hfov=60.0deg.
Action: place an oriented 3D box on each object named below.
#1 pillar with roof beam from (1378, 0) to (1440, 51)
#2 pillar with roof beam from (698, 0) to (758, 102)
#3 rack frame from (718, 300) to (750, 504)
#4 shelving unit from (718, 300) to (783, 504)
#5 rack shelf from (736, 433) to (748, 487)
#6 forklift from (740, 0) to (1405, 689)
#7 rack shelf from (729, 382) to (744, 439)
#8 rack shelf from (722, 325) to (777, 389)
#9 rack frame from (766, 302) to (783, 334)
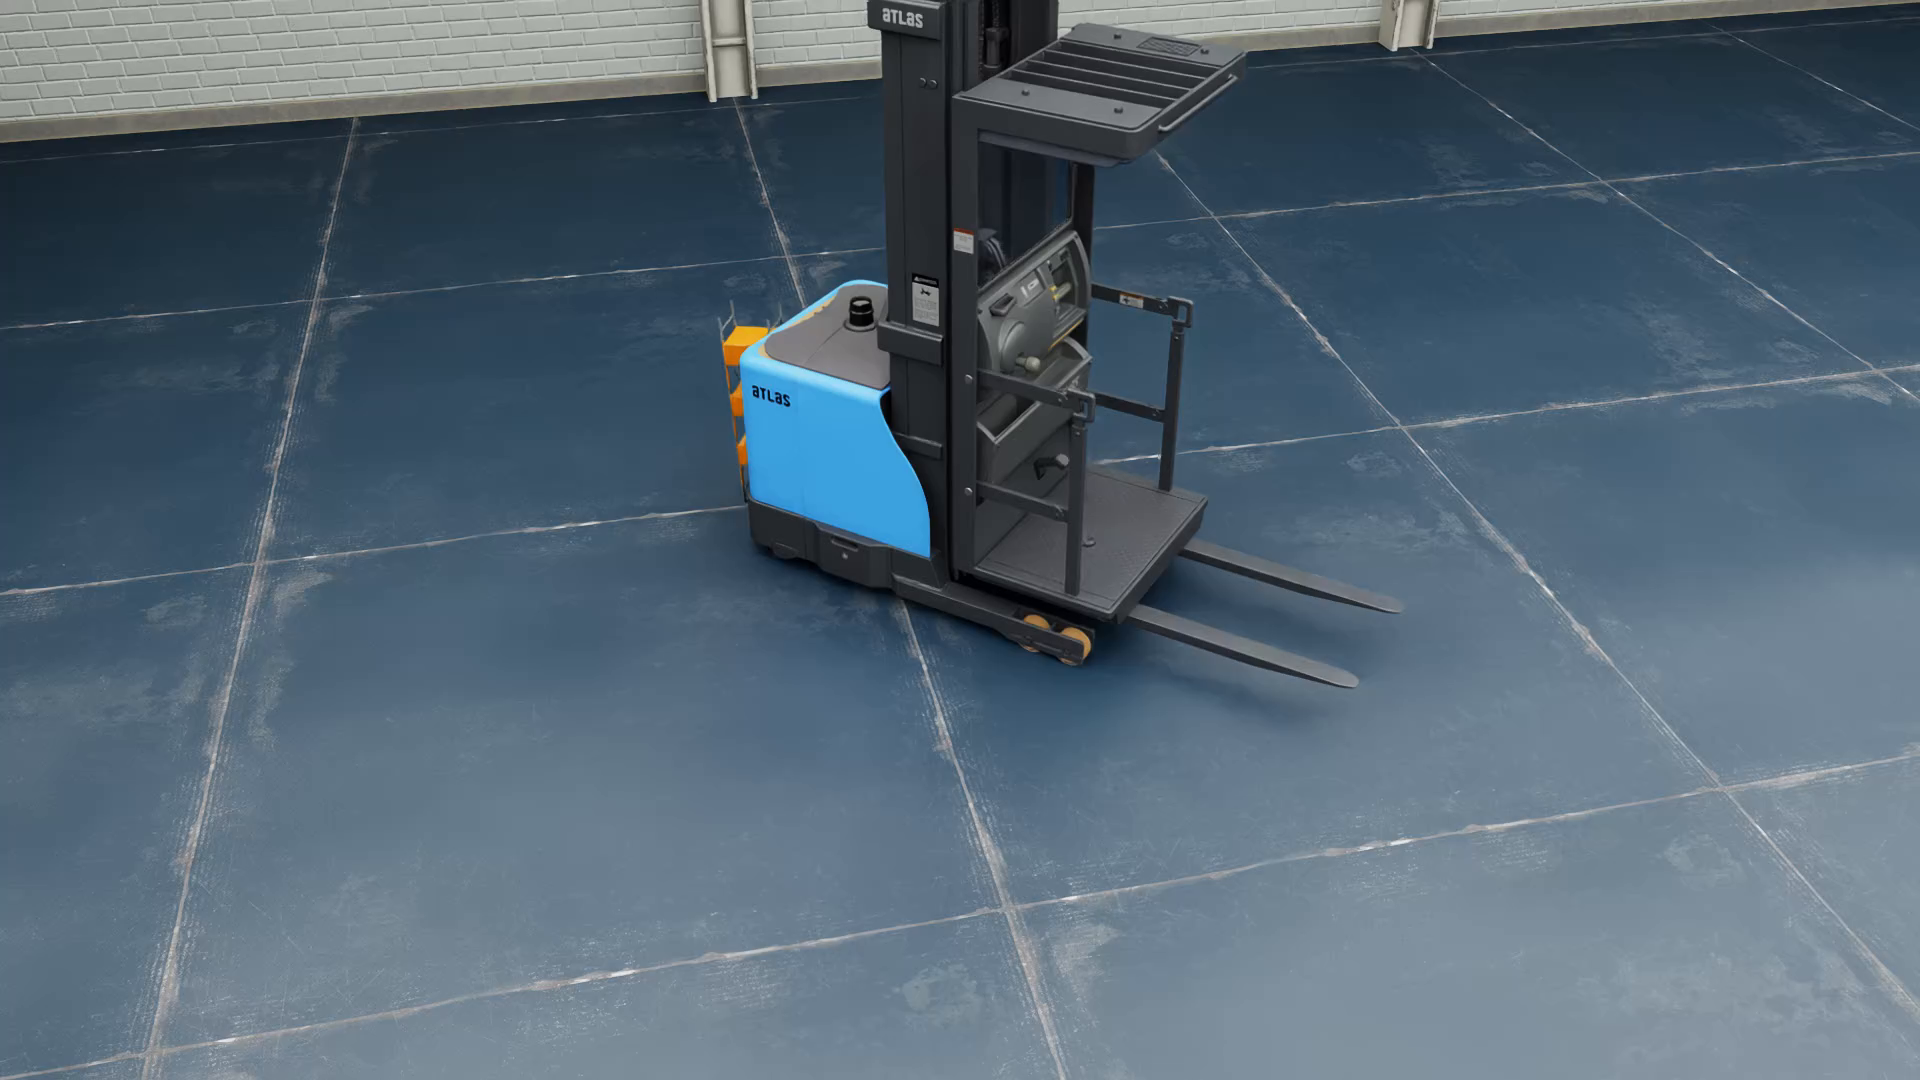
[{"bbox_3d":[4.917,-5.821,8.848,0.400,9.000,9.100,-7,35,-11],"label":"pillar with roof beam"},{"bbox_3d":[-0.935,-5.083,7.749,0.400,9.000,9.100,-7,35,-11],"label":"pillar with roof beam"},{"bbox_3d":[-1.108,-0.677,8.317,0.008,1.050,0.200,4,34,12],"label":"rack frame"},{"bbox_3d":[-0.989,-0.668,8.293,0.252,1.050,0.215,4,34,12],"label":"shelving unit"},{"bbox_3d":[-0.975,-0.427,8.451,0.240,0.259,0.215,4,34,12],"label":"rack shelf"},{"bbox_3d":[0.507,-0.998,7.107,3.031,2.935,1.130,18,38,25],"label":"forklift"},{"bbox_3d":[-0.988,-0.659,8.298,0.240,0.259,0.215,4,34,12],"label":"rack shelf"},{"bbox_3d":[-1.003,-0.896,8.143,0.240,0.259,0.215,4,34,12],"label":"rack shelf"},{"bbox_3d":[-0.870,-0.659,8.268,0.008,1.050,0.200,4,34,12],"label":"rack frame"}]
